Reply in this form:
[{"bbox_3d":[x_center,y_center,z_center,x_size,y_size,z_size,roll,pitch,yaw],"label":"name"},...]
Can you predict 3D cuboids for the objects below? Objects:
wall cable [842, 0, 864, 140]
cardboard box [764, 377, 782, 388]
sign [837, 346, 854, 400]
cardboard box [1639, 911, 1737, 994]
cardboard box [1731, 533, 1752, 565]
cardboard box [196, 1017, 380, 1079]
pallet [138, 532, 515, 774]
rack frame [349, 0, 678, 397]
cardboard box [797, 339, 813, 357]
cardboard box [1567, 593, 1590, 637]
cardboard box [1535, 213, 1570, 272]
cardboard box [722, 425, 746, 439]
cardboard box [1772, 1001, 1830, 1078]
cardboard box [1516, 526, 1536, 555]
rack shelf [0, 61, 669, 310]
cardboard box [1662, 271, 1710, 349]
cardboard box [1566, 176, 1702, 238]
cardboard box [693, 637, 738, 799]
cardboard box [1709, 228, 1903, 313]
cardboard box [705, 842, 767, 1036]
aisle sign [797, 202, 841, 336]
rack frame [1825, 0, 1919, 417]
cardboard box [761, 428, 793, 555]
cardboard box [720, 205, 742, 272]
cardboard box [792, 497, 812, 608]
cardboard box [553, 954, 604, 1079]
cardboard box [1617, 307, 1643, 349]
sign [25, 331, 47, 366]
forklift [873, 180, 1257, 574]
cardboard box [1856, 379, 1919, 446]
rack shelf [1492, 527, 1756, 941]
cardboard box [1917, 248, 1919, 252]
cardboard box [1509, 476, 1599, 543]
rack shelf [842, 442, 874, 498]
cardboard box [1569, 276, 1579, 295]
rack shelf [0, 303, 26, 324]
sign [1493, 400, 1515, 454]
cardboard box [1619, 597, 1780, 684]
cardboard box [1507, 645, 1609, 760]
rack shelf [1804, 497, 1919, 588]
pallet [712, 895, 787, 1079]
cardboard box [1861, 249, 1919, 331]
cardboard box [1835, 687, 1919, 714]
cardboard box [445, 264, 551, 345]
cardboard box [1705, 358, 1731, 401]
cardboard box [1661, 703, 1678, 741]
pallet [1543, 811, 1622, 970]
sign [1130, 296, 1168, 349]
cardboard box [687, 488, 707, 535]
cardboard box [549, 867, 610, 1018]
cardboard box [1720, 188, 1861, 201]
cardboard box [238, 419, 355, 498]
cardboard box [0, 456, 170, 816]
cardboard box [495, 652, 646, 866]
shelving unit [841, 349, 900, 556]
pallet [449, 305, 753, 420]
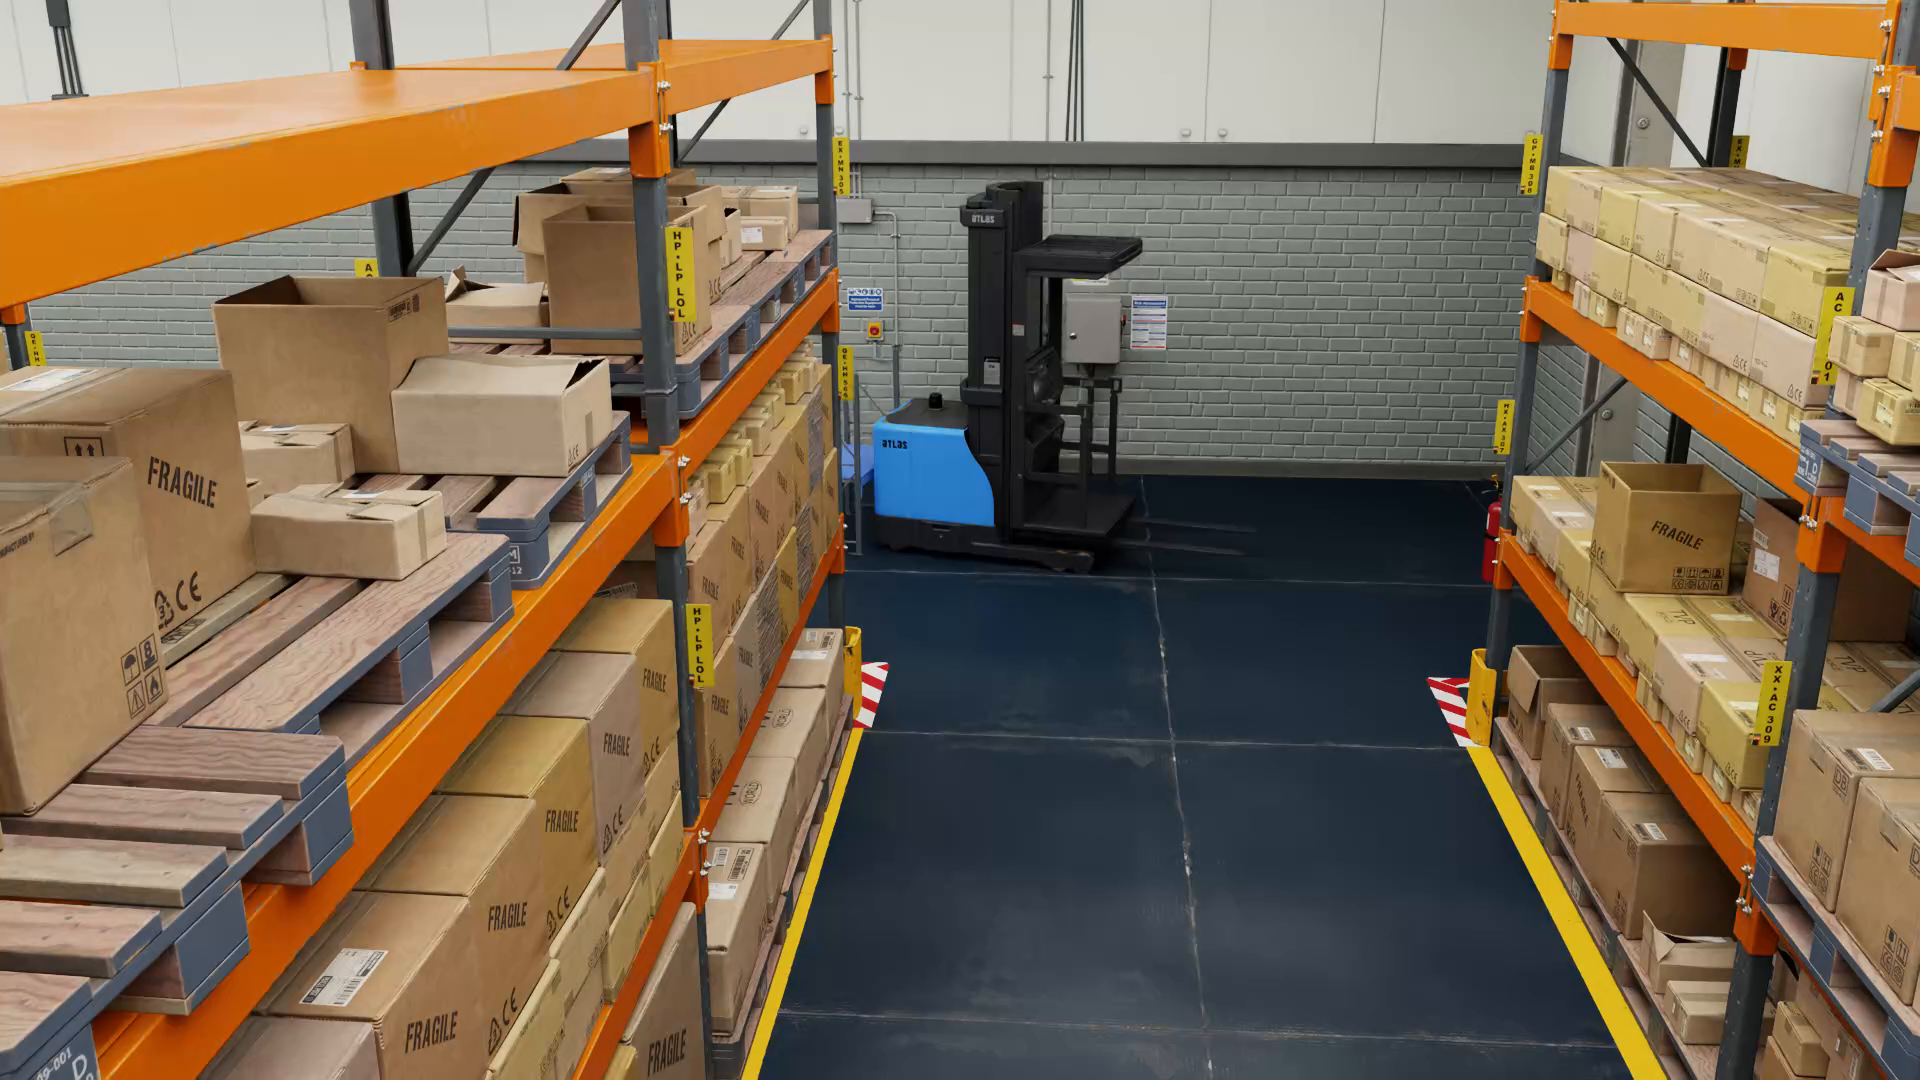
[{"bbox_3d":[-1.096,-4.970,14.640,0.463,3.000,0.029,1,18,4],"label":"wall cable"},{"bbox_3d":[-1.126,-0.743,8.566,0.380,0.149,0.250,1,18,3],"label":"cardboard box"},{"bbox_3d":[-0.683,-0.993,9.896,0.100,0.325,0.005,1,18,4],"label":"sign"},{"bbox_3d":[3.214,1.815,7.284,0.396,0.266,0.258,2,18,6],"label":"cardboard box"},{"bbox_3d":[3.881,0.156,8.394,0.500,0.250,0.500,2,18,6],"label":"cardboard box"},{"bbox_3d":[-1.492,1.313,3.331,0.500,0.500,0.500,1,18,4],"label":"cardboard box"},{"bbox_3d":[-1.726,0.254,3.817,1.003,0.211,1.213,2,18,6],"label":"pallet"},{"bbox_3d":[-1.510,-1.955,5.438,1.000,3.000,0.127,1,18,4],"label":"rack frame"},{"bbox_3d":[-1.049,-1.062,9.537,0.380,0.149,0.250,2,18,5],"label":"cardboard box"},{"bbox_3d":[3.289,0.377,8.357,0.380,0.149,0.250,1,18,2],"label":"cardboard box"},{"bbox_3d":[3.424,-1.601,8.937,0.500,0.250,0.500,1,18,3],"label":"cardboard box"},{"bbox_3d":[-1.187,-0.425,7.595,0.380,0.149,0.250,1,18,4],"label":"cardboard box"},{"bbox_3d":[3.150,1.791,5.938,0.380,0.149,0.250,2,18,7],"label":"cardboard box"},{"bbox_3d":[3.431,-0.022,9.575,0.380,0.149,0.250,1,18,3],"label":"cardboard box"},{"bbox_3d":[-1.653,-0.802,3.716,1.077,0.370,4.000,1,18,4],"label":"rack shelf"},{"bbox_3d":[3.301,-0.966,7.000,0.500,0.250,0.500,2,18,5],"label":"cardboard box"},{"bbox_3d":[3.390,-1.680,8.377,0.500,0.250,0.500,1,18,4],"label":"cardboard box"},{"bbox_3d":[-1.215,0.708,6.783,0.500,0.500,0.500,2,18,6],"label":"cardboard box"},{"bbox_3d":[3.265,-1.048,6.446,0.500,0.250,0.500,1,18,3],"label":"cardboard box"},{"bbox_3d":[-1.358,1.721,7.293,0.875,0.438,0.875,1,18,3],"label":"cardboard box"},{"bbox_3d":[-0.909,-1.597,9.806,0.394,0.787,0.004,1,18,4],"label":"aisle sign"},{"bbox_3d":[3.441,-1.845,5.103,1.000,3.000,0.127,1,18,4],"label":"rack frame"},{"bbox_3d":[-1.105,-0.242,8.076,0.500,0.500,0.500,1,18,4],"label":"cardboard box"},{"bbox_3d":[-1.380,-1.513,8.214,0.500,0.311,0.500,2,18,5],"label":"cardboard box"},{"bbox_3d":[-1.072,0.077,8.710,0.500,0.500,0.500,2,18,6],"label":"cardboard box"},{"bbox_3d":[-1.383,1.426,4.993,0.500,0.250,0.500,1,18,2],"label":"cardboard box"},{"bbox_3d":[3.266,-0.975,7.668,0.380,0.149,0.250,1,18,4],"label":"cardboard box"},{"bbox_3d":[-5.616,-1.107,10.118,0.100,0.325,0.005,1,18,4],"label":"sign"},{"bbox_3d":[0.859,-1.312,13.220,3.031,2.935,1.130,6,19,17],"label":"forklift"},{"bbox_3d":[2.970,-0.384,5.029,0.380,0.149,0.250,1,18,5],"label":"cardboard box"},{"bbox_3d":[3.585,0.726,8.045,1.077,0.370,4.000,1,18,4],"label":"rack shelf"},{"bbox_3d":[3.760,-0.875,5.919,0.500,0.250,0.500,1,18,3],"label":"cardboard box"},{"bbox_3d":[3.427,-0.172,9.394,0.500,0.250,0.500,1,18,4],"label":"cardboard box"},{"bbox_3d":[-0.900,-0.593,13.902,0.538,0.185,1.000,5,19,15],"label":"rack shelf"},{"bbox_3d":[3.480,-1.367,8.864,0.380,0.149,0.250,2,18,5],"label":"cardboard box"},{"bbox_3d":[-6.311,-0.888,8.154,1.077,0.370,4.000,1,18,4],"label":"rack shelf"},{"bbox_3d":[3.187,-0.660,9.731,0.100,0.325,0.005,1,18,4],"label":"sign"},{"bbox_3d":[3.305,0.461,7.461,0.500,0.250,0.500,1,18,4],"label":"cardboard box"},{"bbox_3d":[3.590,0.938,9.579,0.797,0.503,0.637,1,18,2],"label":"cardboard box"},{"bbox_3d":[3.298,0.543,3.787,1.077,0.370,4.000,1,18,4],"label":"rack shelf"},{"bbox_3d":[-1.377,1.986,7.522,1.003,0.211,1.213,1,18,4],"label":"pallet"},{"bbox_3d":[3.071,-0.800,5.156,0.396,0.266,0.258,1,18,3],"label":"cardboard box"},{"bbox_3d":[3.746,0.788,6.465,0.500,0.250,0.500,1,18,3],"label":"cardboard box"},{"bbox_3d":[-1.783,-0.918,6.472,0.396,0.266,0.258,2,18,6],"label":"cardboard box"},{"bbox_3d":[3.243,-0.654,6.689,0.380,0.149,0.250,1,18,4],"label":"cardboard box"},{"bbox_3d":[3.250,0.777,7.139,0.380,0.149,0.250,2,18,5],"label":"cardboard box"},{"bbox_3d":[3.576,1.737,8.282,1.003,0.211,1.213,1,18,4],"label":"pallet"},{"bbox_3d":[1.750,-2.014,15.406,0.329,0.494,0.001,1,18,4],"label":"sign"},{"bbox_3d":[-1.226,-0.107,6.625,0.380,0.149,0.250,2,18,5],"label":"cardboard box"},{"bbox_3d":[-1.359,1.188,4.917,0.500,0.250,0.500,2,18,5],"label":"cardboard box"},{"bbox_3d":[3.910,-1.504,7.838,0.500,0.250,0.500,1,18,4],"label":"cardboard box"},{"bbox_3d":[-1.950,-0.233,4.700,0.380,0.166,0.250,0,18,0],"label":"cardboard box"},{"bbox_3d":[-1.915,0.154,2.984,0.700,0.500,0.500,0,18,1],"label":"cardboard box"},{"bbox_3d":[-1.321,0.678,5.269,0.500,0.500,0.500,2,18,5],"label":"cardboard box"},{"bbox_3d":[-0.900,-0.764,13.846,0.538,1.500,1.048,5,19,15],"label":"shelving unit"},{"bbox_3d":[-1.441,-0.741,6.693,1.003,0.211,1.213,1,18,4],"label":"pallet"}]
